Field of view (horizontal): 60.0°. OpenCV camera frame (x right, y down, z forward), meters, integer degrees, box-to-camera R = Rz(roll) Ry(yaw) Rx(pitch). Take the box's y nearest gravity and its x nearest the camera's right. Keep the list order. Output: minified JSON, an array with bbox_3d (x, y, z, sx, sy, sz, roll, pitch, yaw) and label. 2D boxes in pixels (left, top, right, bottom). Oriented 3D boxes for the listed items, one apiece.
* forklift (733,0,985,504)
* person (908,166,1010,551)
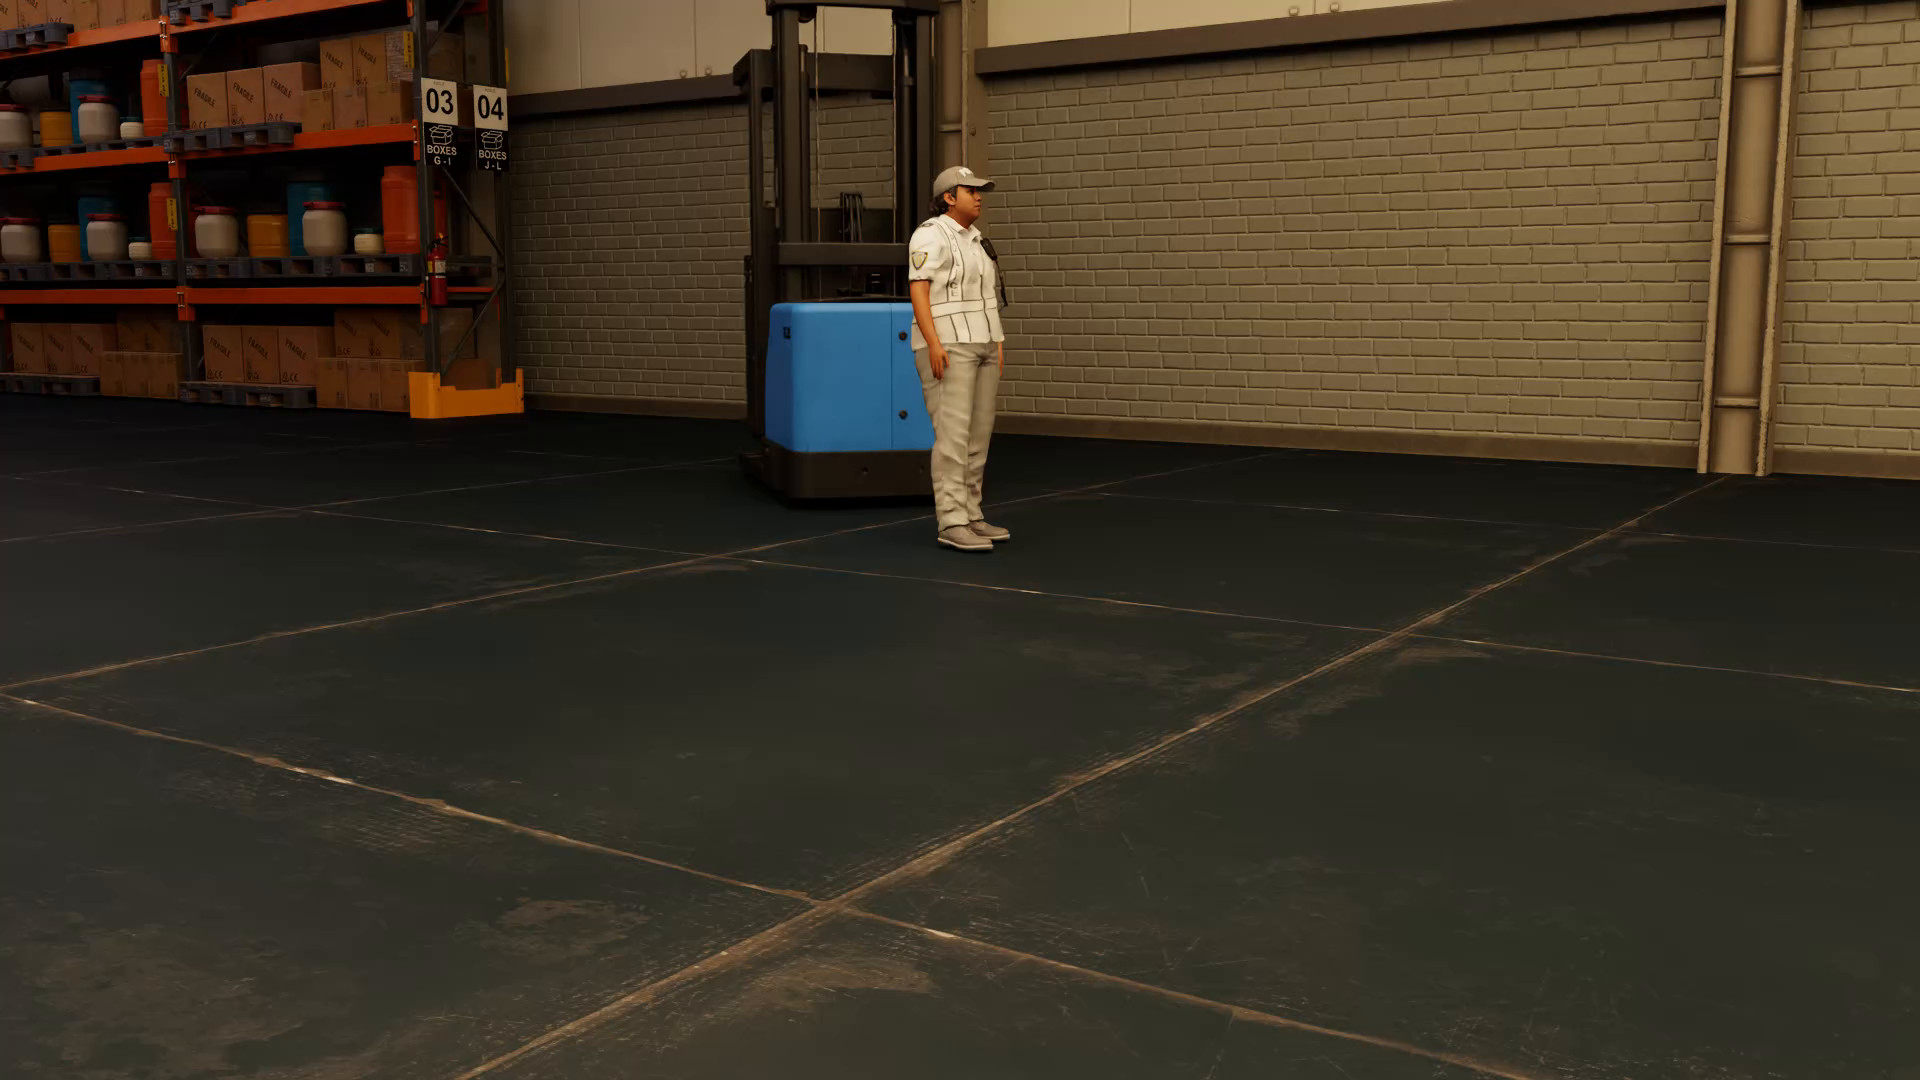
[{"bbox_3d":[-0.742,-1.814,9.952,1.130,2.935,3.031,-2,8,-15],"label":"forklift"},{"bbox_3d":[0.051,-0.824,7.424,0.529,1.671,0.599,5,10,34],"label":"person"}]
